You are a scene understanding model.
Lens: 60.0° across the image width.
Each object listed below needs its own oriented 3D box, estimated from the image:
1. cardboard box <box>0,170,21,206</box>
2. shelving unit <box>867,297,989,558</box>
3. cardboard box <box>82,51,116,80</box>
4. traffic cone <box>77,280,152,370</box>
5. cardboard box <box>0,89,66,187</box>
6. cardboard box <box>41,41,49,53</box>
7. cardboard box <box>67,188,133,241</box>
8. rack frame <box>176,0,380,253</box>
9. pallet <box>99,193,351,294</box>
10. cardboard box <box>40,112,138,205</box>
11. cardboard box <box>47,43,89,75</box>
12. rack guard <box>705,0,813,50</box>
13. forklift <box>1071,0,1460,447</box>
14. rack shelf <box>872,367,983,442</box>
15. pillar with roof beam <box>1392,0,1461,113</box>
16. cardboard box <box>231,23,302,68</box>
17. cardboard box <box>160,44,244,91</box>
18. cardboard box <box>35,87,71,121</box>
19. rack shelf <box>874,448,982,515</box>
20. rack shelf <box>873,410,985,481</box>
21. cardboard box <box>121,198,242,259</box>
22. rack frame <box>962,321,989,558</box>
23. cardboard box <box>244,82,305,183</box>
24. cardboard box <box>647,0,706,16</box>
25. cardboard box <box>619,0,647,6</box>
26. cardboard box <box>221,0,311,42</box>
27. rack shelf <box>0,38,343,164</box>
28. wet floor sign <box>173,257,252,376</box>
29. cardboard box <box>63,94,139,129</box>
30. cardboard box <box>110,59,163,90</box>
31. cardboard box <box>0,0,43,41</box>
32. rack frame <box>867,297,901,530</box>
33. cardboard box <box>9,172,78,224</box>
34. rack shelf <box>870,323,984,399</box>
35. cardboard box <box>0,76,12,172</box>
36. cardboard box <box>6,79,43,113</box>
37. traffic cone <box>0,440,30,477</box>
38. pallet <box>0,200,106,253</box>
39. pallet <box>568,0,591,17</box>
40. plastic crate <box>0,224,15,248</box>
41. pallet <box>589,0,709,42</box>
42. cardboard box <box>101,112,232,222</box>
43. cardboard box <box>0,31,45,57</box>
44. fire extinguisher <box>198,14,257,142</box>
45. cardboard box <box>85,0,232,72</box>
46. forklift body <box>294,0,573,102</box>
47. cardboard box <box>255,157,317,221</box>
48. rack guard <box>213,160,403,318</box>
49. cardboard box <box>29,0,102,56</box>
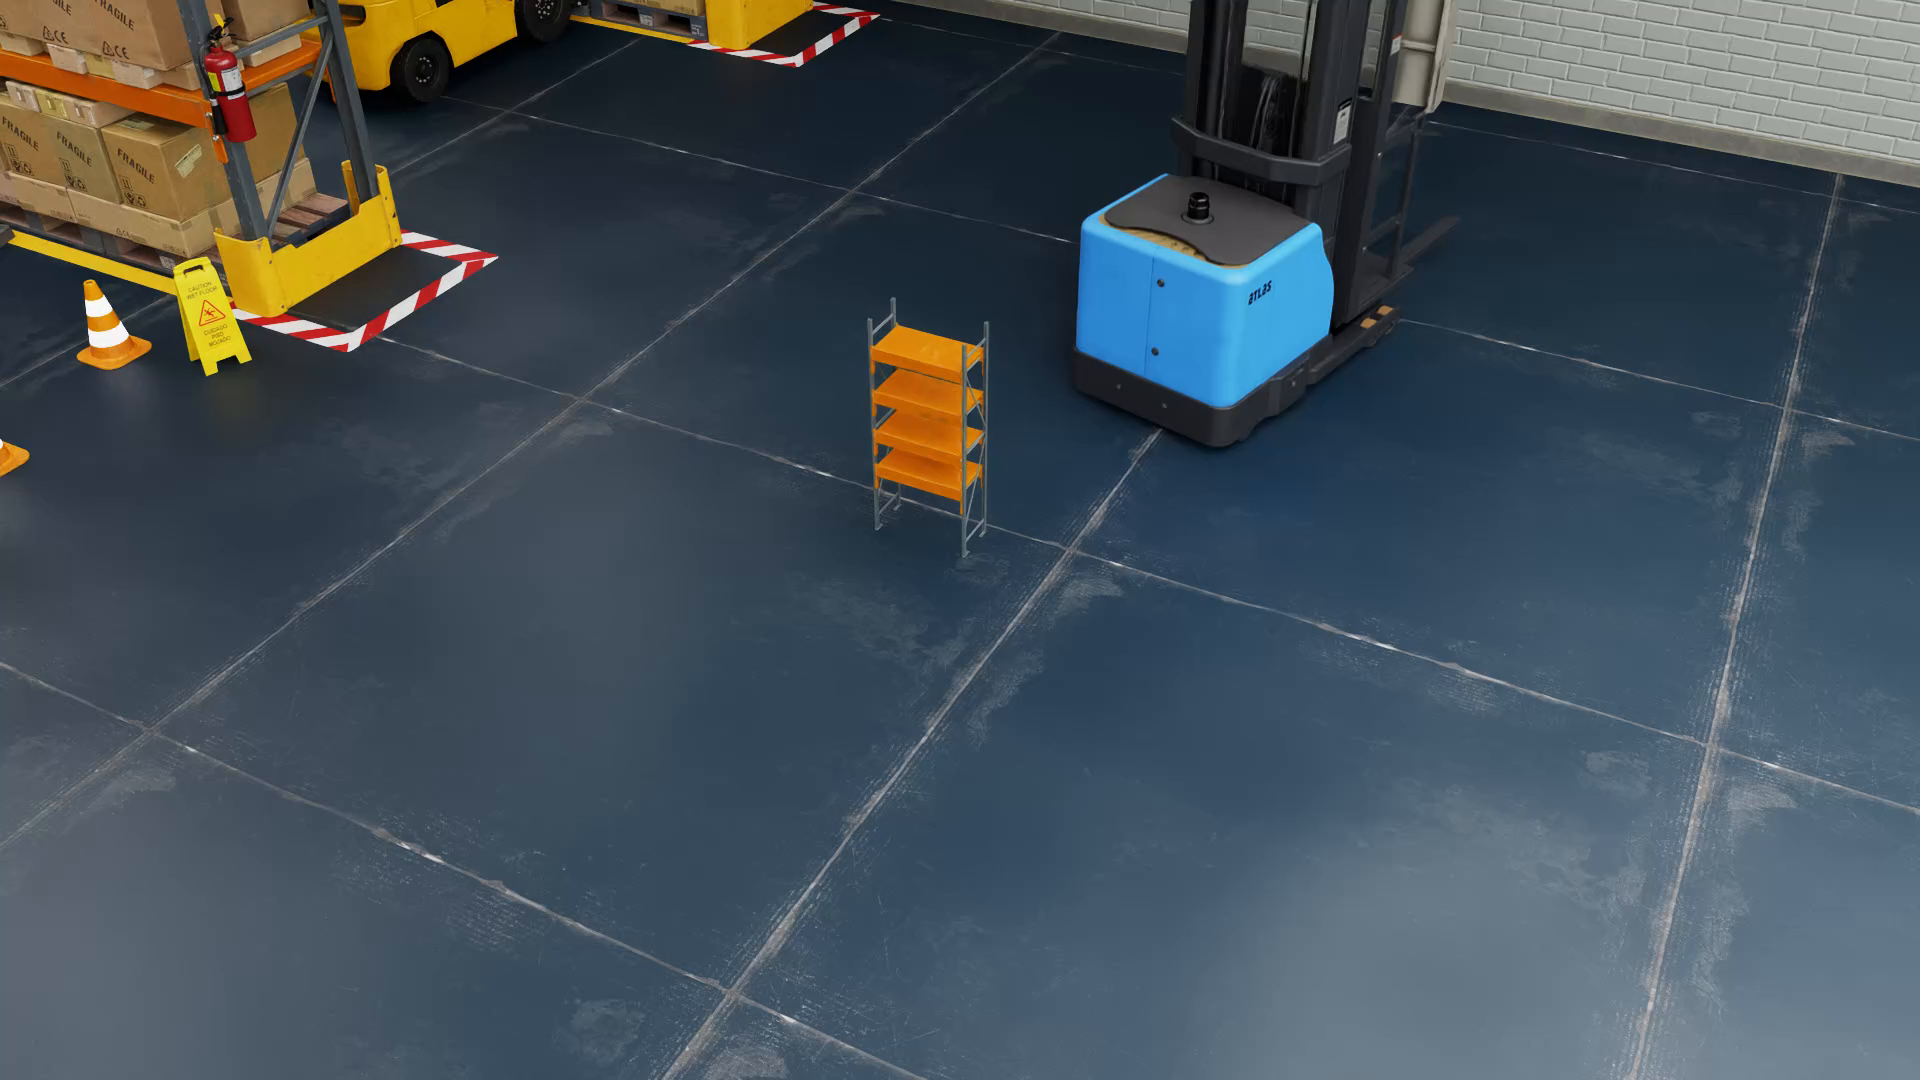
[{"bbox_3d":[-6.162,-2.450,10.943,0.500,0.250,0.500,17,40,21],"label":"cardboard box"},{"bbox_3d":[-0.147,-0.524,7.968,0.503,1.200,0.258,17,41,21],"label":"shelving unit"},{"bbox_3d":[-4.885,-2.846,9.746,0.250,0.149,0.380,17,40,21],"label":"cardboard box"},{"bbox_3d":[-4.936,-1.280,9.573,0.334,0.463,0.336,17,41,21],"label":"traffic cone"},{"bbox_3d":[-5.702,-2.604,10.526,0.500,0.500,0.500,16,40,20],"label":"cardboard box"},{"bbox_3d":[-5.291,-3.048,10.012,0.250,0.149,0.380,18,41,22],"label":"cardboard box"},{"bbox_3d":[-5.259,-2.164,10.566,0.500,0.250,0.500,18,41,22],"label":"cardboard box"},{"bbox_3d":[-3.961,-2.863,9.561,0.127,3.000,1.000,17,41,21],"label":"rack frame"},{"bbox_3d":[-4.734,-2.019,10.754,1.213,0.211,1.003,17,41,21],"label":"pallet"},{"bbox_3d":[-5.257,-2.460,10.336,0.500,0.500,0.500,19,41,23],"label":"cardboard box"},{"bbox_3d":[-5.128,-2.901,9.819,0.250,0.149,0.380,18,41,22],"label":"cardboard box"},{"bbox_3d":[-1.660,-4.527,13.820,0.348,0.500,1.175,17,41,21],"label":"rack guard"},{"bbox_3d":[1.959,-2.479,9.111,1.130,2.935,3.031,27,45,31],"label":"forklift"},{"bbox_3d":[-0.147,-0.649,7.873,0.480,0.148,0.258,17,41,21],"label":"rack shelf"},{"bbox_3d":[1.463,-4.617,6.909,0.400,9.000,9.100,17,41,21],"label":"pillar with roof beam"},{"bbox_3d":[-4.168,-2.969,9.908,0.250,0.149,0.380,18,41,22],"label":"cardboard box"},{"bbox_3d":[-4.392,-2.752,9.623,0.250,0.149,0.380,19,41,23],"label":"cardboard box"},{"bbox_3d":[-5.371,-2.713,10.133,0.250,0.149,0.380,18,41,22],"label":"cardboard box"},{"bbox_3d":[-0.147,-0.312,8.128,0.480,0.148,0.258,17,41,21],"label":"rack shelf"},{"bbox_3d":[-0.147,-0.470,8.008,0.480,0.148,0.258,17,41,21],"label":"rack shelf"},{"bbox_3d":[-4.824,-2.022,10.380,0.500,0.250,0.500,17,40,21],"label":"cardboard box"},{"bbox_3d":[0.070,-0.456,7.878,0.015,1.200,0.240,17,41,21],"label":"rack frame"},{"bbox_3d":[-4.572,-2.613,10.538,0.500,0.500,0.500,16,40,20],"label":"cardboard box"},{"bbox_3d":[-2.244,-4.562,13.726,0.500,0.250,0.500,18,41,22],"label":"cardboard box"},{"bbox_3d":[-2.681,-4.706,13.915,0.500,0.250,0.500,17,41,21],"label":"cardboard box"},{"bbox_3d":[-4.254,-3.302,9.810,0.500,0.500,0.500,17,40,21],"label":"cardboard box"},{"bbox_3d":[-5.737,-3.133,10.511,4.000,0.370,1.077,17,41,21],"label":"rack shelf"},{"bbox_3d":[-4.284,-1.298,9.446,0.267,0.644,0.232,-29,46,-33],"label":"wet floor sign"},{"bbox_3d":[-5.149,-2.641,10.038,0.250,0.149,0.380,19,41,23],"label":"cardboard box"},{"bbox_3d":[-4.668,-2.763,9.637,0.250,0.149,0.380,17,40,21],"label":"cardboard box"},{"bbox_3d":[-5.455,-3.307,9.817,0.500,0.500,0.500,17,40,21],"label":"cardboard box"},{"bbox_3d":[-0.364,-0.592,8.057,0.015,1.200,0.240,17,41,21],"label":"rack frame"},{"bbox_3d":[-5.726,-2.306,10.754,0.500,0.250,0.500,16,40,20],"label":"cardboard box"},{"bbox_3d":[-0.147,-0.837,7.730,0.480,0.148,0.258,17,41,21],"label":"rack shelf"},{"bbox_3d":[-6.173,-2.750,10.718,0.500,0.500,0.500,20,41,24],"label":"cardboard box"},{"bbox_3d":[-5.604,-2.787,10.230,0.250,0.149,0.380,19,41,23],"label":"cardboard box"},{"bbox_3d":[-5.145,-0.589,8.663,0.334,0.463,0.336,17,41,21],"label":"traffic cone"},{"bbox_3d":[-5.813,-2.359,11.202,1.213,0.211,1.003,17,41,21],"label":"pallet"},{"bbox_3d":[-3.459,-4.949,14.614,1.213,0.211,1.003,17,41,21],"label":"pallet"},{"bbox_3d":[-6.496,-1.936,10.754,0.583,0.080,0.402,4,37,6],"label":"plastic crate"},{"bbox_3d":[-2.380,-4.609,14.167,1.213,0.211,1.003,17,41,21],"label":"pallet"},{"bbox_3d":[-4.792,-2.317,10.148,0.500,0.500,0.500,18,41,22],"label":"cardboard box"},{"bbox_3d":[-5.560,-3.070,10.042,0.250,0.149,0.380,17,40,21],"label":"cardboard box"},{"bbox_3d":[-4.071,-2.553,9.216,0.183,0.674,0.296,17,41,21],"label":"fire extinguisher"},{"bbox_3d":[-4.570,-3.025,9.445,0.500,0.500,0.500,17,40,21],"label":"cardboard box"},{"bbox_3d":[-4.205,-4.739,12.734,1.214,2.155,2.313,17,41,21],"label":"forklift body"},{"bbox_3d":[-4.550,-2.308,10.756,0.500,0.250,0.500,17,40,21],"label":"cardboard box"},{"bbox_3d":[-4.029,-1.889,10.344,0.348,0.500,1.175,17,41,21],"label":"rack guard"},{"bbox_3d":[-5.012,-3.166,9.631,0.500,0.500,0.500,17,41,22],"label":"cardboard box"}]
